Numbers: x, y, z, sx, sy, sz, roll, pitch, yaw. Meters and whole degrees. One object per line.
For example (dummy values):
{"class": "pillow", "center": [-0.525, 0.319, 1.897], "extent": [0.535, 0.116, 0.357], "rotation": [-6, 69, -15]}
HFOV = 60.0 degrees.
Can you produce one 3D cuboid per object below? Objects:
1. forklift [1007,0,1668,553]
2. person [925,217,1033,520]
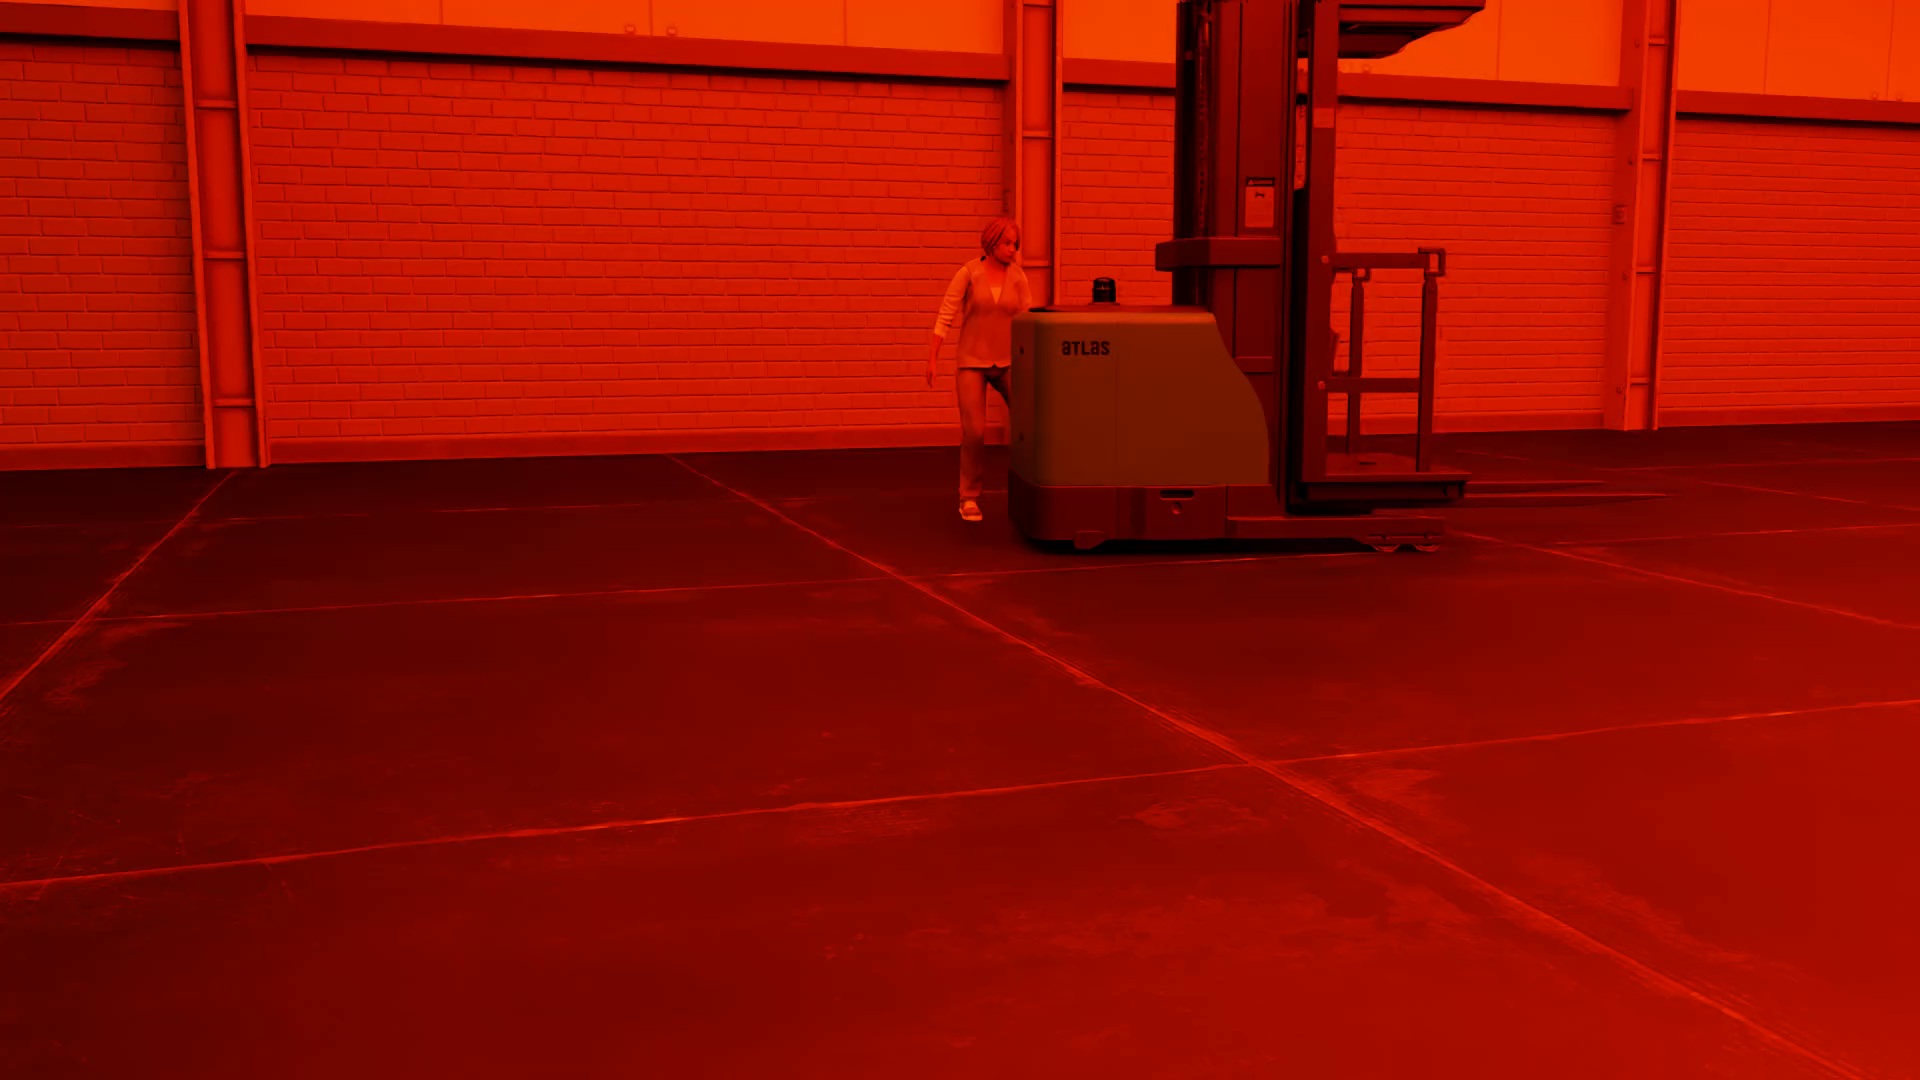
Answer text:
{"class": "forklift", "center": [1.784, -1.466, 7.826], "extent": [3.031, 2.935, 1.130], "rotation": [-1, 8, -5]}
{"class": "person", "center": [0.191, -0.883, 8.683], "extent": [0.732, 1.565, 0.388], "rotation": [-2, 8, -14]}
